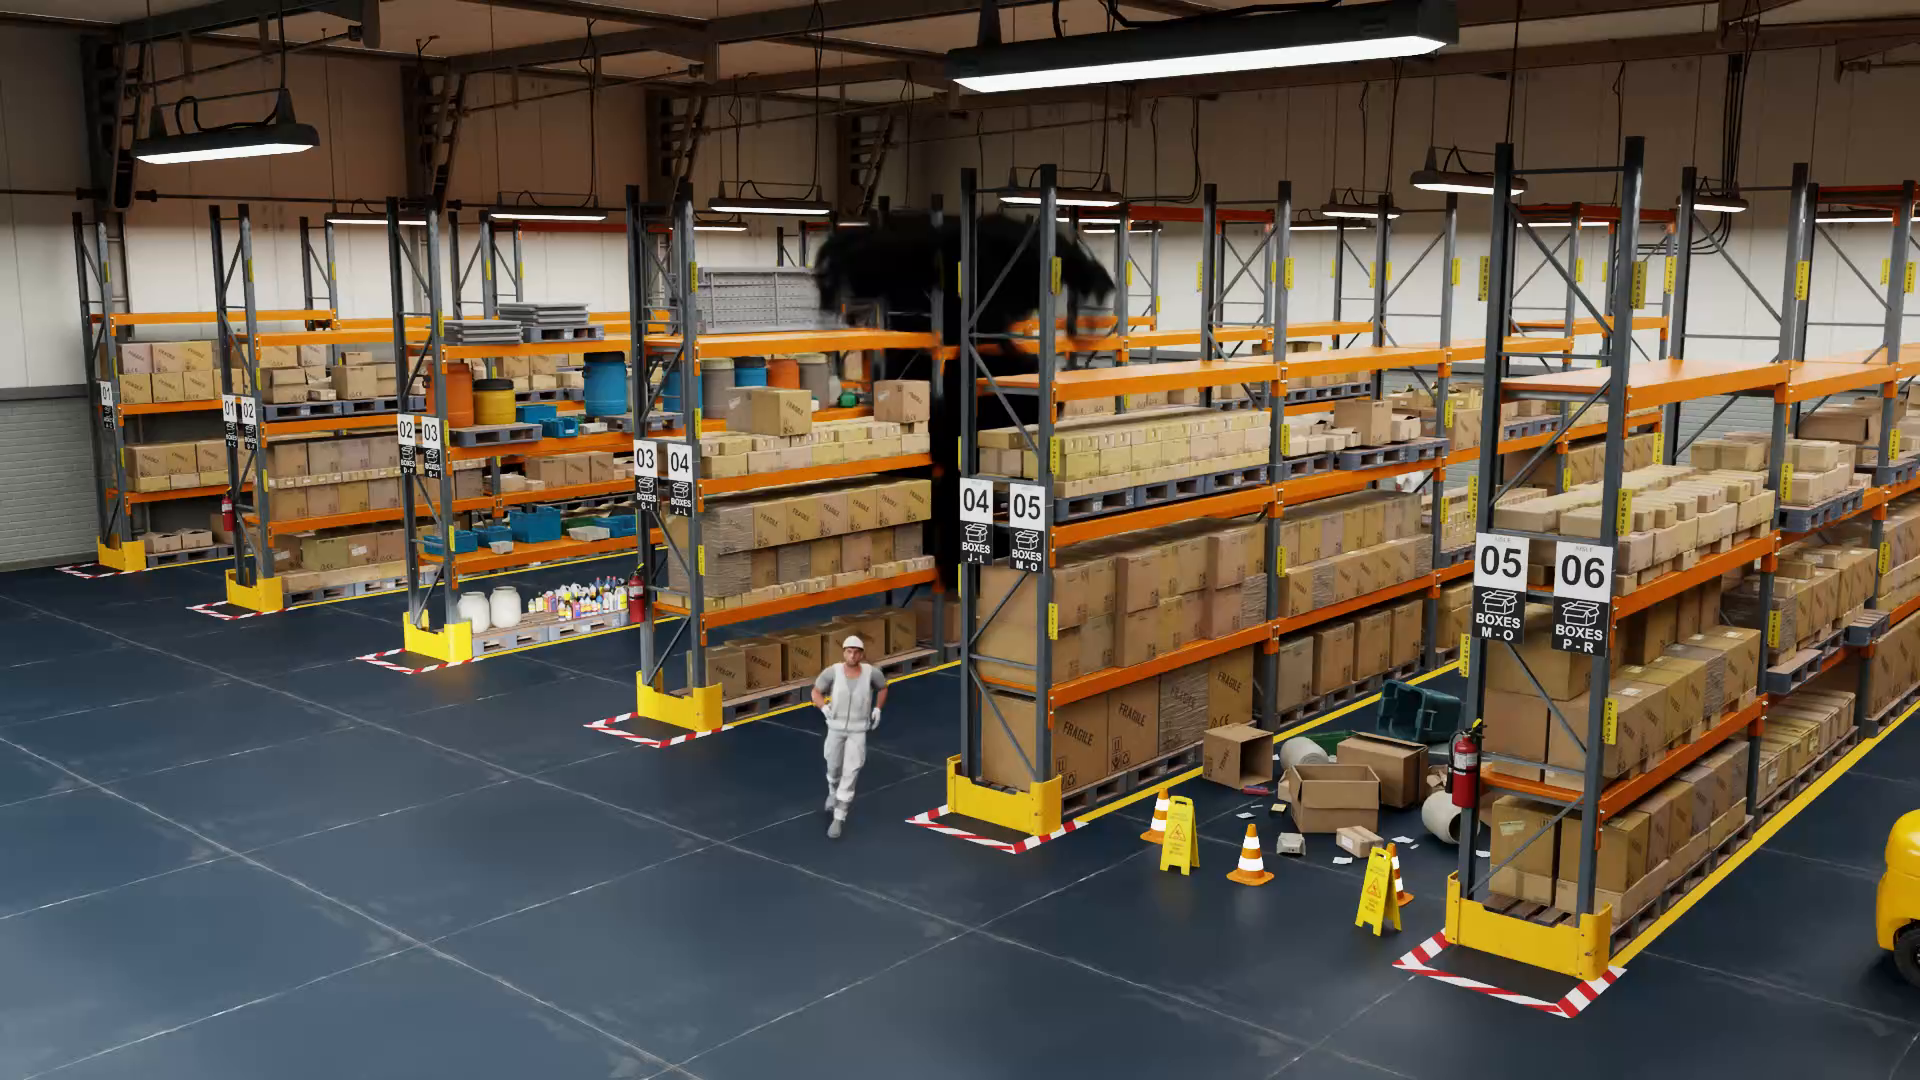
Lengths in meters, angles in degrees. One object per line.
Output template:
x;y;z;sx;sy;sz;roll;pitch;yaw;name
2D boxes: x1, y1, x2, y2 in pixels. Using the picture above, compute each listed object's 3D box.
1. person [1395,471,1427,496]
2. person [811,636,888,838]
8.403;-0.787;30.970;0.725;1.685;0.558;-7;12;-35;person
-1.026;1.751;15.327;0.692;1.786;0.933;0;9;2;person
